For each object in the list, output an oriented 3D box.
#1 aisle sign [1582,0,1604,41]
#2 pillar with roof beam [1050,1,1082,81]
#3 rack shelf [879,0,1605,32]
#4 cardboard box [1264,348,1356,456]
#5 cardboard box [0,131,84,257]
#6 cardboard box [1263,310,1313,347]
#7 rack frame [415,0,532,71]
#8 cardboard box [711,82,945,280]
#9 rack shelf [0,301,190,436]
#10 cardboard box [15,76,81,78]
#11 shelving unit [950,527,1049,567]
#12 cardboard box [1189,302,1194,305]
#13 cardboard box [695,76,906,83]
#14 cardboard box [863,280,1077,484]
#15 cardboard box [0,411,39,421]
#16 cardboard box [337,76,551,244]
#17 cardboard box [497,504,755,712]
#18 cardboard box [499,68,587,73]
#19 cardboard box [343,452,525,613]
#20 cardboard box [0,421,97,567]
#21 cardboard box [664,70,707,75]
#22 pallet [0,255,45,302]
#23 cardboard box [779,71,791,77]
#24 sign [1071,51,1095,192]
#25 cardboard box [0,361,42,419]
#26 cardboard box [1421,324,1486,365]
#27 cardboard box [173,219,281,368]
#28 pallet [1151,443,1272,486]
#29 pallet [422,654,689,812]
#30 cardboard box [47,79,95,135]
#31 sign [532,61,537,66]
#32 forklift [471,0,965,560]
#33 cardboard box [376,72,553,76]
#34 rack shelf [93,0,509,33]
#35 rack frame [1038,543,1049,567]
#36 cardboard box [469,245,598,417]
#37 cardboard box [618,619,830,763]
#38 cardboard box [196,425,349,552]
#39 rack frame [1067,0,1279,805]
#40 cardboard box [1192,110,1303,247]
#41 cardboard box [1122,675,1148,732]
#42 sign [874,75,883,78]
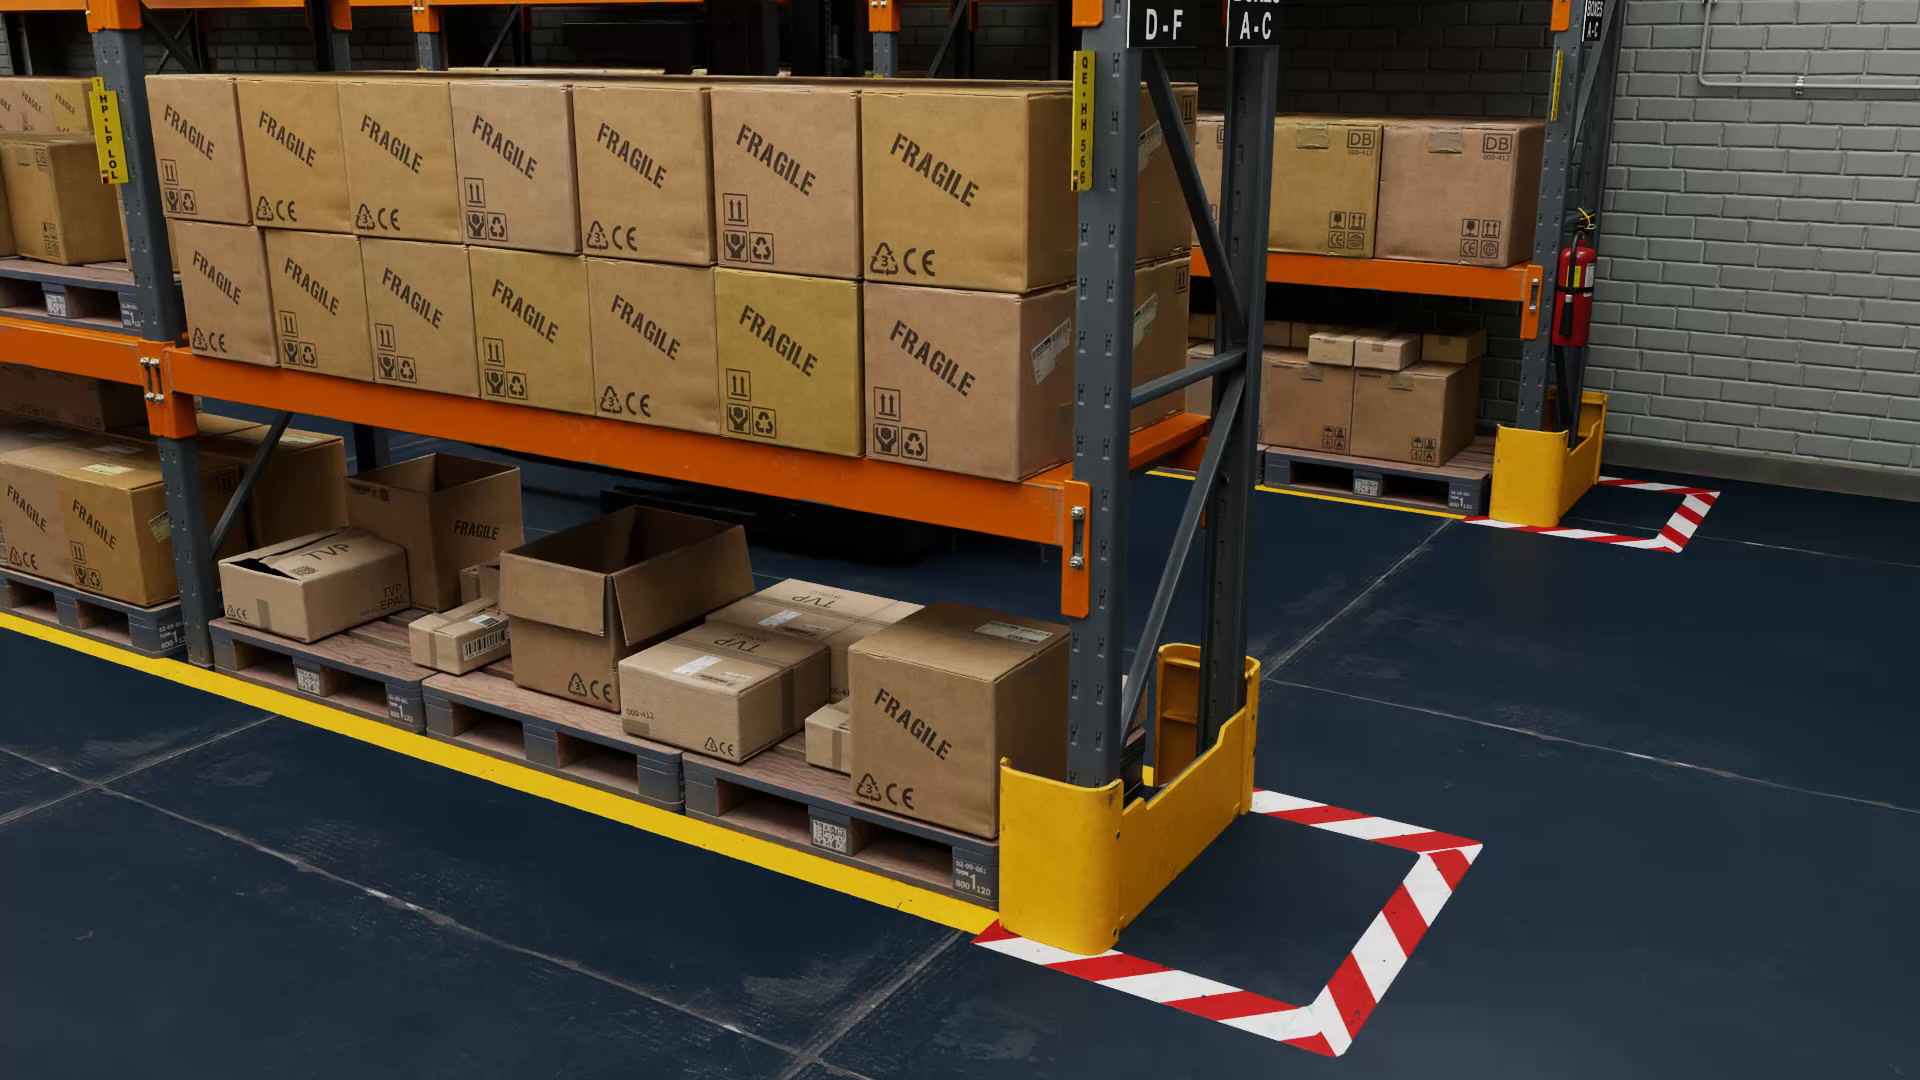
[{"bbox_3d":[3.098,-2.824,8.044,0.004,0.787,0.394,10,20,30],"label":"aisle sign"},{"bbox_3d":[-1.419,-4.186,6.678,0.400,9.000,9.100,10,20,30],"label":"pillar with roof beam"},{"bbox_3d":[1.489,-3.060,9.372,4.000,0.370,1.077,10,20,30],"label":"rack shelf"},{"bbox_3d":[2.118,-0.828,9.524,0.500,0.500,0.700,10,20,30],"label":"cardboard box"},{"bbox_3d":[-4.342,-1.548,7.423,0.500,0.500,0.700,5,18,16],"label":"cardboard box"},{"bbox_3d":[1.893,-1.246,9.785,0.250,0.149,0.380,10,20,31],"label":"cardboard box"},{"bbox_3d":[-3.624,-2.882,12.708,0.127,3.000,1.000,10,20,30],"label":"rack frame"},{"bbox_3d":[-0.350,-1.040,4.753,0.500,0.500,0.500,11,20,32],"label":"cardboard box"},{"bbox_3d":[-4.509,-1.006,7.770,4.000,0.370,1.077,10,20,30],"label":"rack shelf"},{"bbox_3d":[-8.632,-4.143,15.794,0.500,0.500,0.500,10,20,31],"label":"cardboard box"},{"bbox_3d":[0.269,-0.960,7.929,0.503,2.100,0.431,9,19,28],"label":"shelving unit"},{"bbox_3d":[1.238,-1.363,10.169,0.250,0.149,0.380,10,20,31],"label":"cardboard box"},{"bbox_3d":[-0.509,-1.252,5.449,0.500,0.500,0.500,10,20,31],"label":"cardboard box"},{"bbox_3d":[0.080,-0.486,4.649,0.500,0.500,0.500,11,20,32],"label":"cardboard box"},{"bbox_3d":[-4.402,-0.428,8.173,0.500,0.500,0.500,9,19,28],"label":"cardboard box"},{"bbox_3d":[-1.673,-1.274,5.523,0.500,0.500,0.500,9,19,28],"label":"cardboard box"},{"bbox_3d":[-1.201,0.222,6.027,0.637,0.503,0.797,10,20,30],"label":"cardboard box"},{"bbox_3d":[-2.913,-3.226,11.833,0.500,0.250,0.500,10,19,29],"label":"cardboard box"},{"bbox_3d":[-2.171,-0.044,6.910,0.500,0.500,0.500,10,20,30],"label":"cardboard box"},{"bbox_3d":[-4.219,-0.218,7.483,0.500,0.500,0.500,10,20,31],"label":"cardboard box"},{"bbox_3d":[-1.613,-2.998,11.080,0.500,0.250,0.500,11,20,31],"label":"cardboard box"},{"bbox_3d":[-4.554,-1.268,7.725,1.213,0.211,1.003,10,20,30],"label":"pallet"},{"bbox_3d":[-1.178,-2.920,10.825,0.500,0.250,0.500,11,20,31],"label":"cardboard box"},{"bbox_3d":[0.296,-1.009,4.005,0.005,0.325,0.100,10,20,30],"label":"sign"},{"bbox_3d":[-4.369,-0.782,8.047,0.500,0.250,0.500,10,19,29],"label":"cardboard box"},{"bbox_3d":[2.756,-1.093,9.280,0.250,0.149,0.380,10,20,30],"label":"cardboard box"},{"bbox_3d":[-2.513,-0.949,6.173,0.500,0.500,0.500,11,20,31],"label":"cardboard box"},{"bbox_3d":[1.435,-0.619,10.056,1.213,0.211,1.003,10,20,30],"label":"pallet"},{"bbox_3d":[-1.176,0.578,6.115,1.213,0.211,1.003,10,20,30],"label":"pallet"},{"bbox_3d":[-7.597,-3.782,14.606,0.500,0.500,0.500,10,20,30],"label":"cardboard box"},{"bbox_3d":[-3.336,-3.574,12.994,0.005,0.325,0.100,10,20,30],"label":"sign"},{"bbox_3d":[-1.295,-1.602,8.611,3.031,2.935,1.130,9,19,28],"label":"forklift"},{"bbox_3d":[-1.800,-1.482,6.208,0.500,0.500,0.500,10,19,29],"label":"cardboard box"},{"bbox_3d":[-5.328,-4.277,13.378,4.000,0.370,1.077,10,20,30],"label":"rack shelf"},{"bbox_3d":[0.480,-0.925,7.813,0.015,2.100,0.400,9,19,28],"label":"rack frame"},{"bbox_3d":[-1.216,-0.718,5.413,0.500,0.500,0.500,10,19,29],"label":"cardboard box"},{"bbox_3d":[-0.782,0.494,5.569,0.500,0.250,0.500,10,20,30],"label":"cardboard box"},{"bbox_3d":[-3.089,-0.195,7.405,0.500,0.500,0.500,9,19,28],"label":"cardboard box"},{"bbox_3d":[0.604,-0.438,4.661,0.127,3.000,1.000,10,20,30],"label":"rack frame"},{"bbox_3d":[1.483,-2.110,9.650,0.700,0.700,0.980,9,19,27],"label":"cardboard box"},{"bbox_3d":[0.427,0.567,5.502,0.250,0.149,0.380,10,20,30],"label":"cardboard box"},{"bbox_3d":[-0.491,-2.654,10.101,0.005,0.325,0.100,10,20,30],"label":"sign"}]
